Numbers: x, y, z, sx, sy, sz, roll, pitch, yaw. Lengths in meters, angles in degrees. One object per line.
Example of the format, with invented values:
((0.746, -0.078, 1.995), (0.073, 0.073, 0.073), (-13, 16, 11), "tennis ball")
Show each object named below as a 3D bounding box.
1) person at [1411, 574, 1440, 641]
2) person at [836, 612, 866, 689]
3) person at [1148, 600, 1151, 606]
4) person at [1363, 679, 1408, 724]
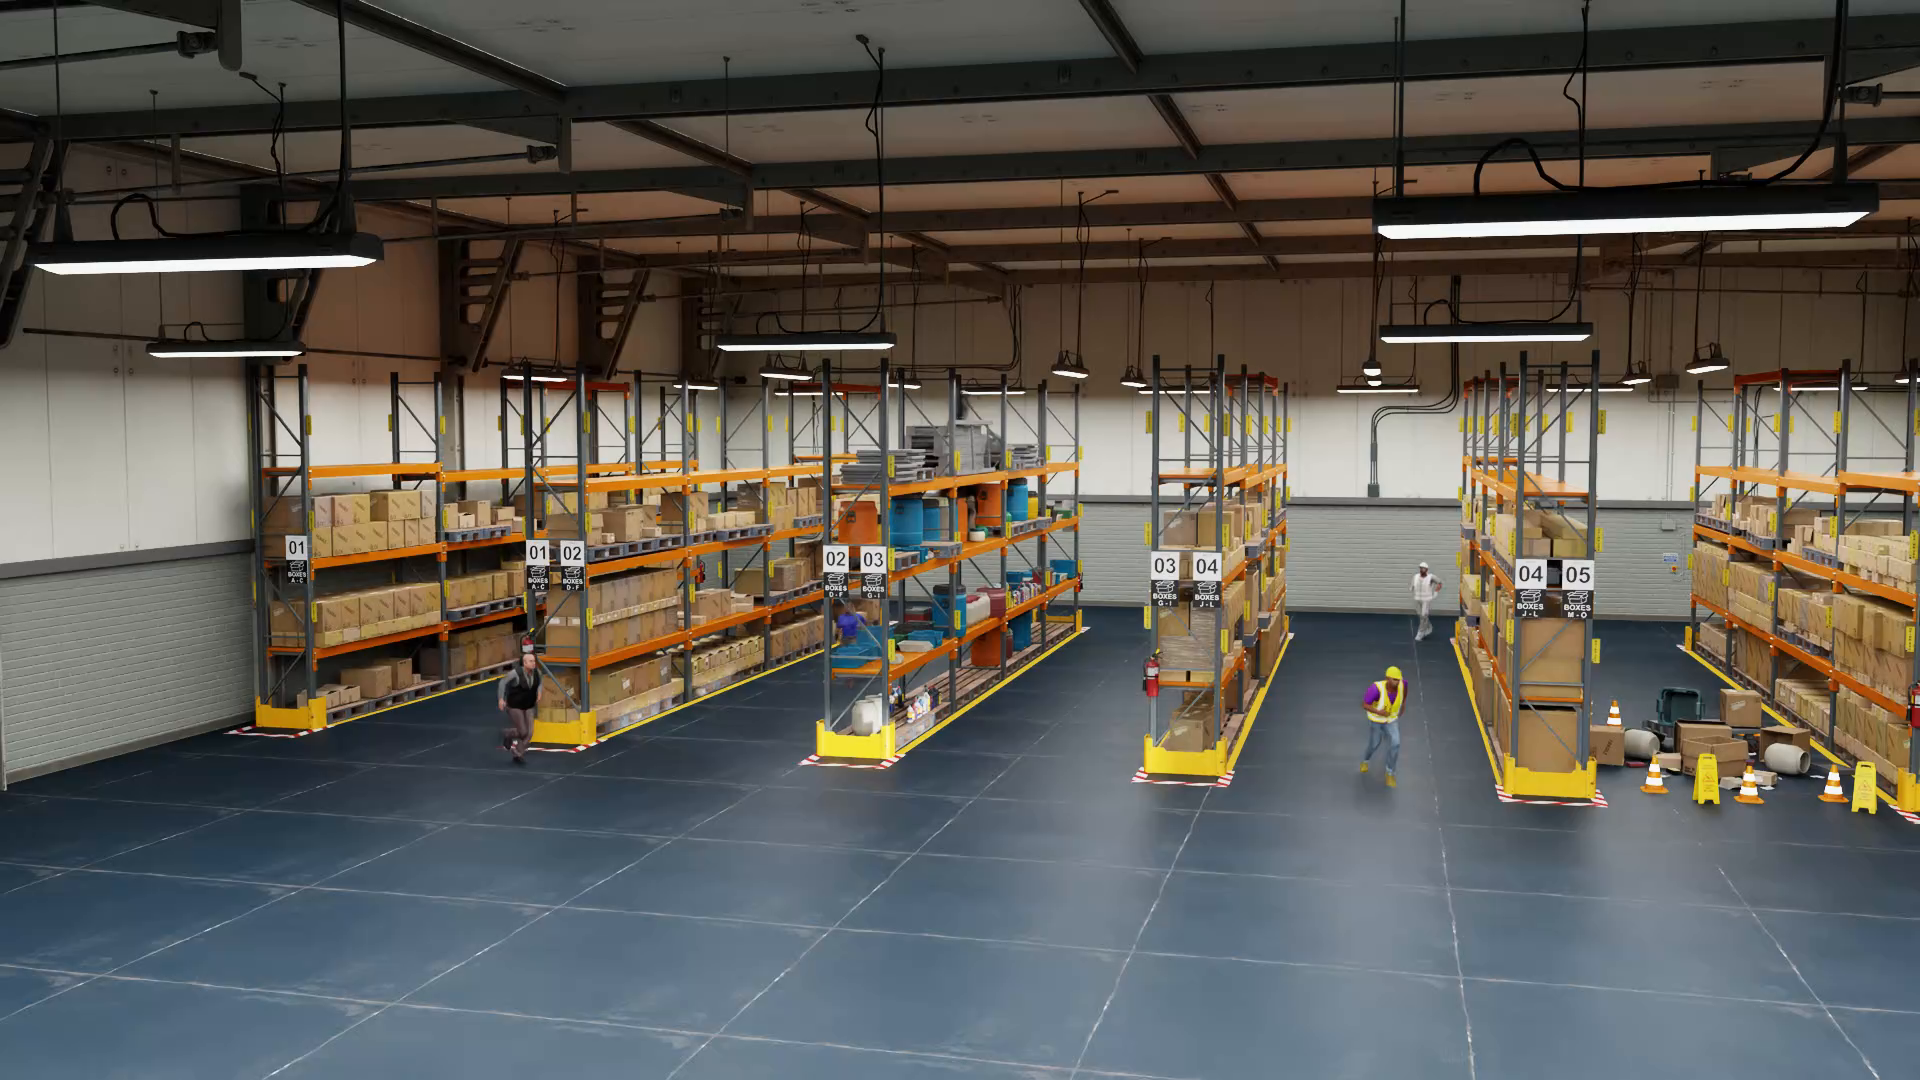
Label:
((10.811, 1.551, 38.800), (0.648, 1.537, 0.979), (4, 5, 43), "person")
((-2.114, 2.108, 31.857), (0.534, 1.485, 0.702), (1, 4, 17), "person")
((4.249, 1.345, 34.822), (0.714, 0.930, 0.483), (1, 4, 21), "person")
((5.938, 2.243, 23.251), (0.704, 0.643, 0.482), (-1, 4, -14), "person")
